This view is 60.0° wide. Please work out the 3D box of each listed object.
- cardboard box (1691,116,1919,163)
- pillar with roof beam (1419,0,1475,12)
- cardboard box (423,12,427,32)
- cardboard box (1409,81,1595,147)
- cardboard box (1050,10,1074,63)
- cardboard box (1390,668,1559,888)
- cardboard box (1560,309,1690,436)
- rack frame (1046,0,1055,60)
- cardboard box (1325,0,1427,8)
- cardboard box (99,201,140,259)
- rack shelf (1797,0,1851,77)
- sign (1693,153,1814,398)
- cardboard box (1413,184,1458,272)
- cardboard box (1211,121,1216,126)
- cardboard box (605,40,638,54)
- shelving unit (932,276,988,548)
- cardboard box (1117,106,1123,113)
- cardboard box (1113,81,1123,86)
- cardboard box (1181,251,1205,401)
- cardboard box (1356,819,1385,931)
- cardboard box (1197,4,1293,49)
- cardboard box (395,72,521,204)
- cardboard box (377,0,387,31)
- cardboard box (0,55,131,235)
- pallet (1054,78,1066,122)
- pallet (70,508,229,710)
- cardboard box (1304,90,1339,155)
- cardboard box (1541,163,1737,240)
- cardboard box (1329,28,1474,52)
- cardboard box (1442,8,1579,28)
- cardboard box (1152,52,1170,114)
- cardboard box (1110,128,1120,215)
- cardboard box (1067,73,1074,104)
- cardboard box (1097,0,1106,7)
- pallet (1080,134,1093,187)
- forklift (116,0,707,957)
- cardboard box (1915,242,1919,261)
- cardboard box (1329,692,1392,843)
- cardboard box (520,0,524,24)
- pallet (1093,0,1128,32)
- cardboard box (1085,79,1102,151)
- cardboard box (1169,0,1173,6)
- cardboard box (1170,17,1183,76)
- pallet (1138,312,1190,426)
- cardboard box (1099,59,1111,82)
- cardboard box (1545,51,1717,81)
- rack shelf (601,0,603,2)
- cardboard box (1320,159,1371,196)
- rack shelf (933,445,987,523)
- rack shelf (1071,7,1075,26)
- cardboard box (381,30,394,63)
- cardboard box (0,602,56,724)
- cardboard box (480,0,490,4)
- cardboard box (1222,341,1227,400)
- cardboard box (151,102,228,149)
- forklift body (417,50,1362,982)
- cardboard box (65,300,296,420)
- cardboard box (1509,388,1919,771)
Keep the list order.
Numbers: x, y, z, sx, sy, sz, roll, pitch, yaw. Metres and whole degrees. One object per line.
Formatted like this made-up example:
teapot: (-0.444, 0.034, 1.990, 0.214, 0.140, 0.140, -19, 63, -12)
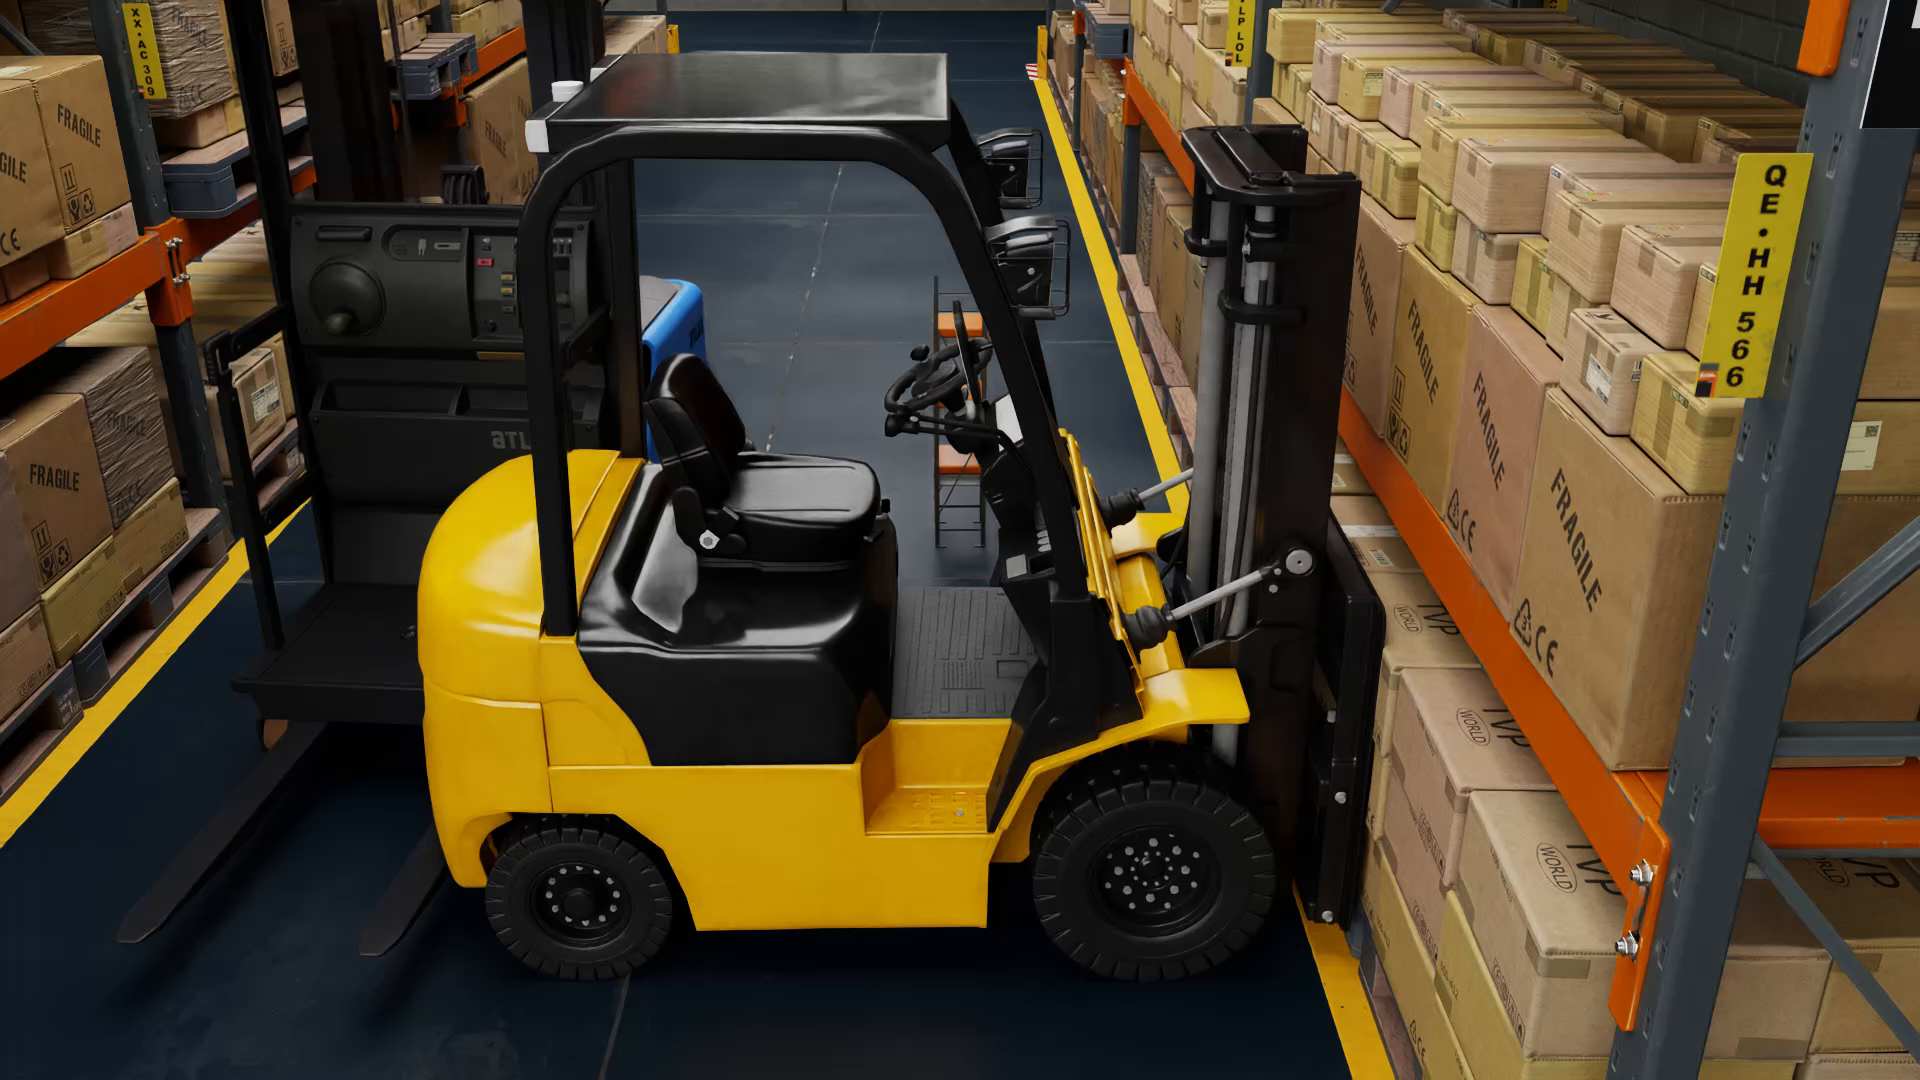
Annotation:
cardboard box: (1.883, -0.853, 3.727, 0.380, 0.149, 0.250, -1, 24, -2)
pillar with roof beam: (-1.897, -5.179, 7.281, 9.100, 9.000, 0.400, 0, 24, -1)
cardboard box: (-3.233, -2.917, 9.355, 0.380, 0.149, 0.250, 1, 24, 1)
cardboard box: (1.356, -1.061, 4.186, 0.380, 0.149, 0.250, 0, 24, 0)
cardboard box: (1.316, -5.096, 16.897, 0.797, 0.503, 0.637, -1, 24, -3)
cardboard box: (1.251, 0.506, 3.606, 0.500, 0.250, 0.500, 0, 24, 0)
cardboard box: (1.263, -0.289, 2.841, 0.380, 0.149, 0.250, 0, 24, 0)
rack frame: (1.405, -6.294, 17.027, 1.000, 3.000, 0.127, 0, 24, -1)
cardboard box: (1.793, -2.258, 7.194, 0.380, 0.149, 0.250, 0, 24, -1)
cardboard box: (-3.120, -1.080, 5.804, 0.380, 0.149, 0.250, -1, 24, -1)
rack shelf: (1.557, -1.565, 3.802, 1.077, 0.370, 4.000, 0, 24, -1)
sign: (1.036, -0.340, 2.170, 0.100, 0.325, 0.005, 0, 24, -1)
cardboard box: (1.257, -0.713, 3.777, 0.380, 0.149, 0.250, 0, 24, 0)
cardboard box: (1.268, -1.488, 6.582, 0.500, 0.250, 0.500, 0, 24, 1)
cardboard box: (-3.425, -4.274, 15.160, 0.875, 0.438, 0.875, -1, 24, -2)
shelving unit: (-0.001, -0.500, 6.582, 0.215, 1.050, 0.252, 0, 24, -1)
cardboard box: (1.240, -2.769, 10.970, 0.380, 0.149, 0.250, -1, 24, -2)
cardboard box: (1.295, -3.196, 11.914, 0.380, 0.149, 0.250, 0, 24, 0)
cardboard box: (1.518, -0.994, 7.679, 0.875, 0.625, 0.625, 0, 24, -1)
cardboard box: (1.266, 0.757, 4.264, 0.500, 0.250, 0.500, 0, 24, 0)
cardboard box: (1.203, -2.146, 6.946, 0.380, 0.149, 0.250, -1, 24, -2)
cardboard box: (-3.396, -2.482, 10.667, 0.875, 0.875, 0.875, 0, 24, -1)
cardboard box: (-3.165, -2.740, 8.175, 0.500, 0.500, 0.500, -2, 24, -4)
cardboard box: (-3.174, -1.325, 5.557, 0.500, 0.500, 0.500, -1, 24, -2)
pallet: (1.425, -4.163, 15.698, 1.003, 0.211, 1.213, 0, 24, -1)
pallet: (-3.385, 0.221, 6.005, 1.003, 0.211, 1.213, 0, 24, -1)
cardboard box: (1.240, -1.242, 4.948, 0.380, 0.149, 0.250, 0, 24, 1)
cardboard box: (1.372, -0.637, 3.249, 0.380, 0.149, 0.250, 0, 24, 0)
cardboard box: (1.347, -1.481, 5.116, 0.380, 0.149, 0.250, -1, 24, -2)
cardboard box: (1.841, -1.696, 5.591, 0.380, 0.149, 0.250, 0, 24, 0)
cardboard box: (1.265, -2.326, 8.435, 0.500, 0.250, 0.500, -1, 24, -2)
cardboard box: (1.277, -2.430, 11.006, 0.500, 0.500, 0.500, -1, 24, -1)
cardboard box: (1.145, -3.967, 14.690, 0.396, 0.266, 0.258, 1, 24, 1)
cardboard box: (1.157, -3.554, 10.641, 0.500, 0.250, 0.500, -1, 24, -3)
pallet: (1.495, -3.041, 13.217, 1.003, 0.211, 1.213, 0, 24, -1)
forklift: (-1.602, -0.766, 4.887, 1.130, 2.935, 3.031, 2, 24, 4)
cardboard box: (1.849, -0.427, 2.785, 0.380, 0.149, 0.250, 1, 24, 1)
cardboard box: (1.240, 0.514, 4.195, 0.500, 0.250, 0.500, -1, 24, -2)
cardboard box: (-3.257, -3.740, 11.561, 0.500, 0.250, 0.500, 0, 24, -1)
pallet: (1.466, -3.712, 11.550, 1.003, 0.211, 1.213, 0, 24, -1)
cardboard box: (1.244, -3.279, 12.884, 0.500, 0.500, 0.500, -1, 24, -1)
cardboard box: (1.225, -2.675, 8.115, 0.380, 0.149, 0.250, 0, 24, 1)
cardboard box: (1.275, -2.341, 7.861, 0.500, 0.250, 0.500, 0, 24, 0)
pallet: (1.472, -0.887, 8.454, 1.003, 0.211, 1.213, 0, 24, -1)
cardboard box: (1.281, -3.626, 12.863, 0.380, 0.149, 0.250, -1, 24, -3)
cardboard box: (1.867, -1.274, 4.657, 0.380, 0.149, 0.250, -1, 24, -1)
rack shelf: (-3.537, -5.119, 15.301, 1.077, 0.370, 4.000, 0, 24, -1)
cardboard box: (1.308, -0.788, 4.731, 0.500, 0.500, 0.500, 0, 24, -1)
rack shelf: (-0.001, -0.238, 6.701, 0.215, 0.259, 0.240, 0, 24, -1)
rack shelf: (1.426, -5.143, 15.353, 1.077, 0.370, 4.000, 0, 24, -1)
cardboard box: (-3.098, -2.486, 8.402, 0.380, 0.149, 0.250, 0, 24, 0)
cardboard box: (-3.136, 0.407, 5.037, 0.500, 0.250, 0.500, 0, 24, 0)
cardboard box: (-3.235, -3.556, 10.549, 0.500, 0.250, 0.500, 0, 24, 1)
cardboard box: (1.227, -0.543, 5.925, 0.500, 0.250, 0.500, -1, 24, -1)
cardboard box: (-3.118, -1.632, 6.514, 0.380, 0.149, 0.250, 0, 24, 0)
forklift body: (-0.266, -0.088, 4.334, 2.313, 2.155, 1.214, 0, 24, -1)
cardboard box: (-3.447, -0.832, 7.629, 0.950, 0.372, 0.625, 1, 24, 3)
cardboard box: (1.311, 0.051, 2.875, 0.500, 0.500, 0.500, -1, 24, -2)
